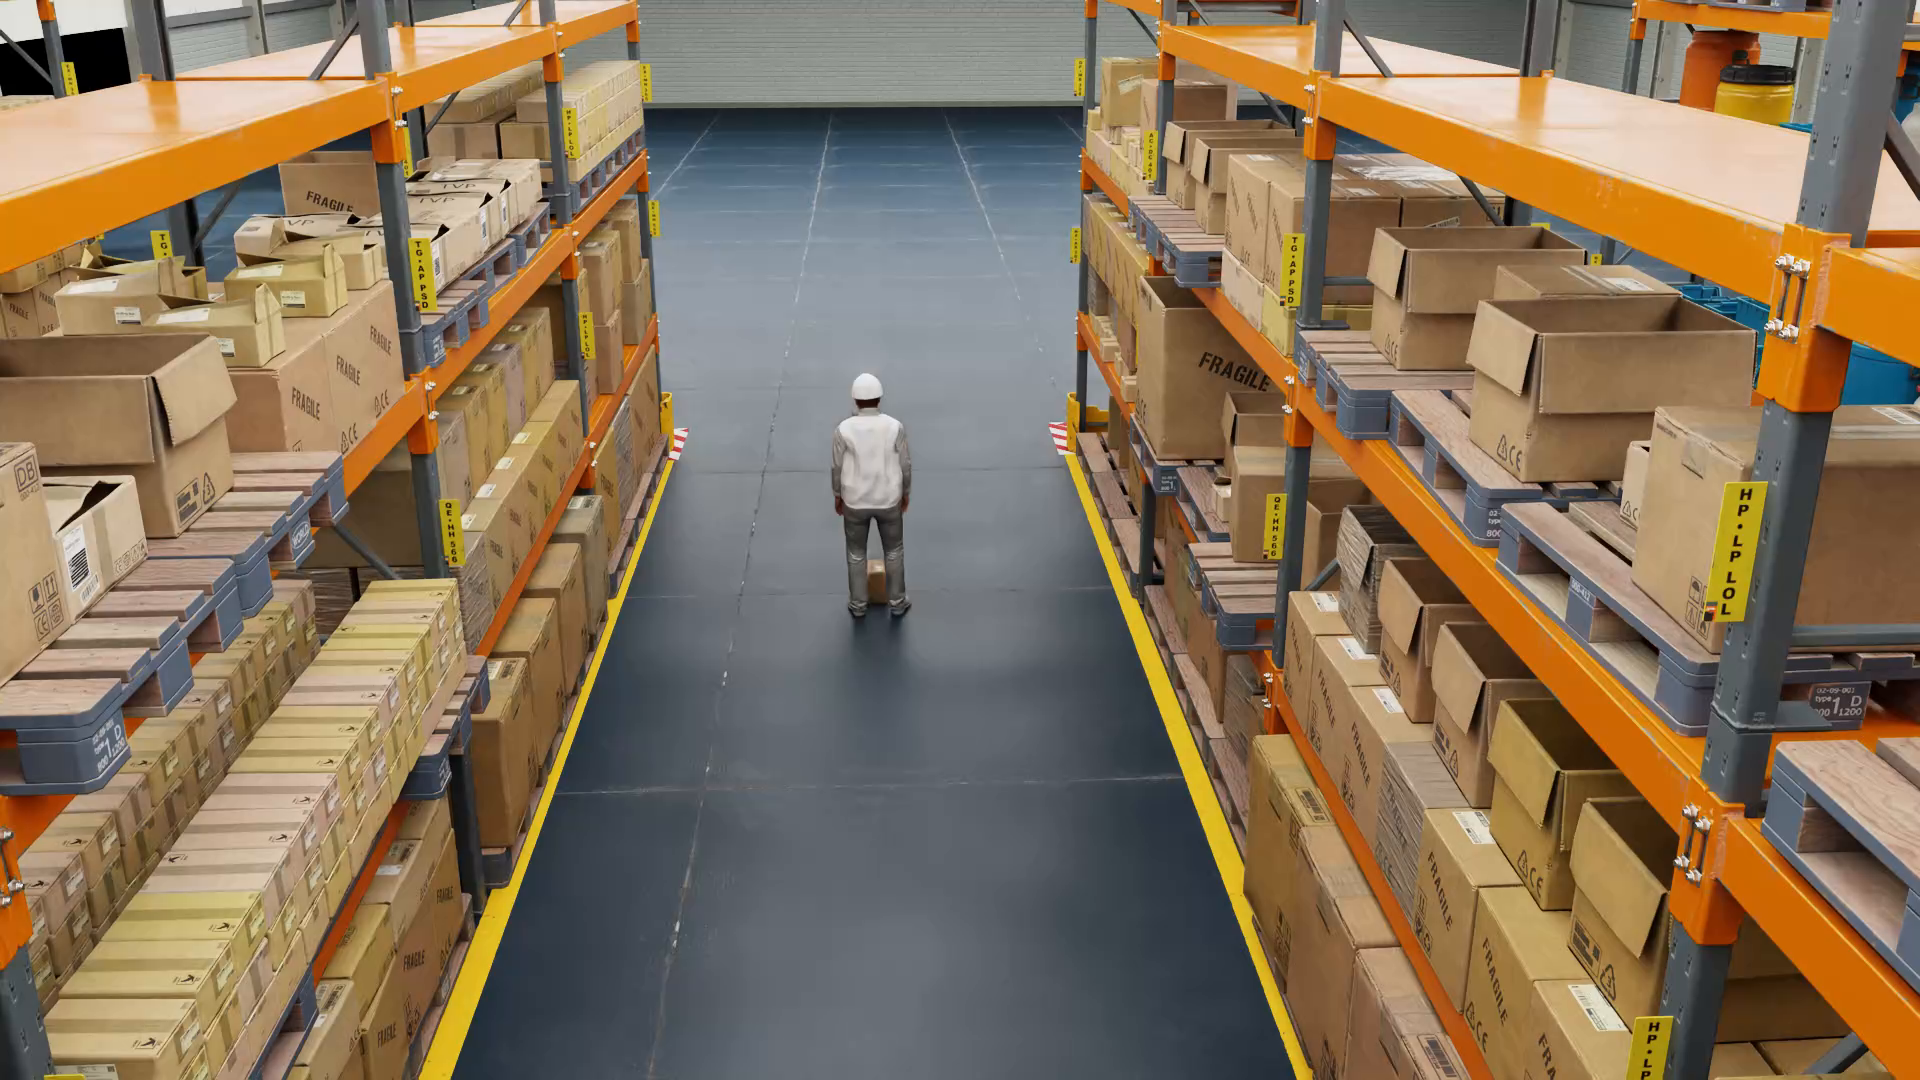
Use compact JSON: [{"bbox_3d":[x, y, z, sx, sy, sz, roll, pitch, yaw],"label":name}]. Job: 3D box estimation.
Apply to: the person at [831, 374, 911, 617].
[{"bbox_3d":[-0.632,-0.308,11.876,0.571,1.768,0.458,-2,20,-5],"label":"person"}]
